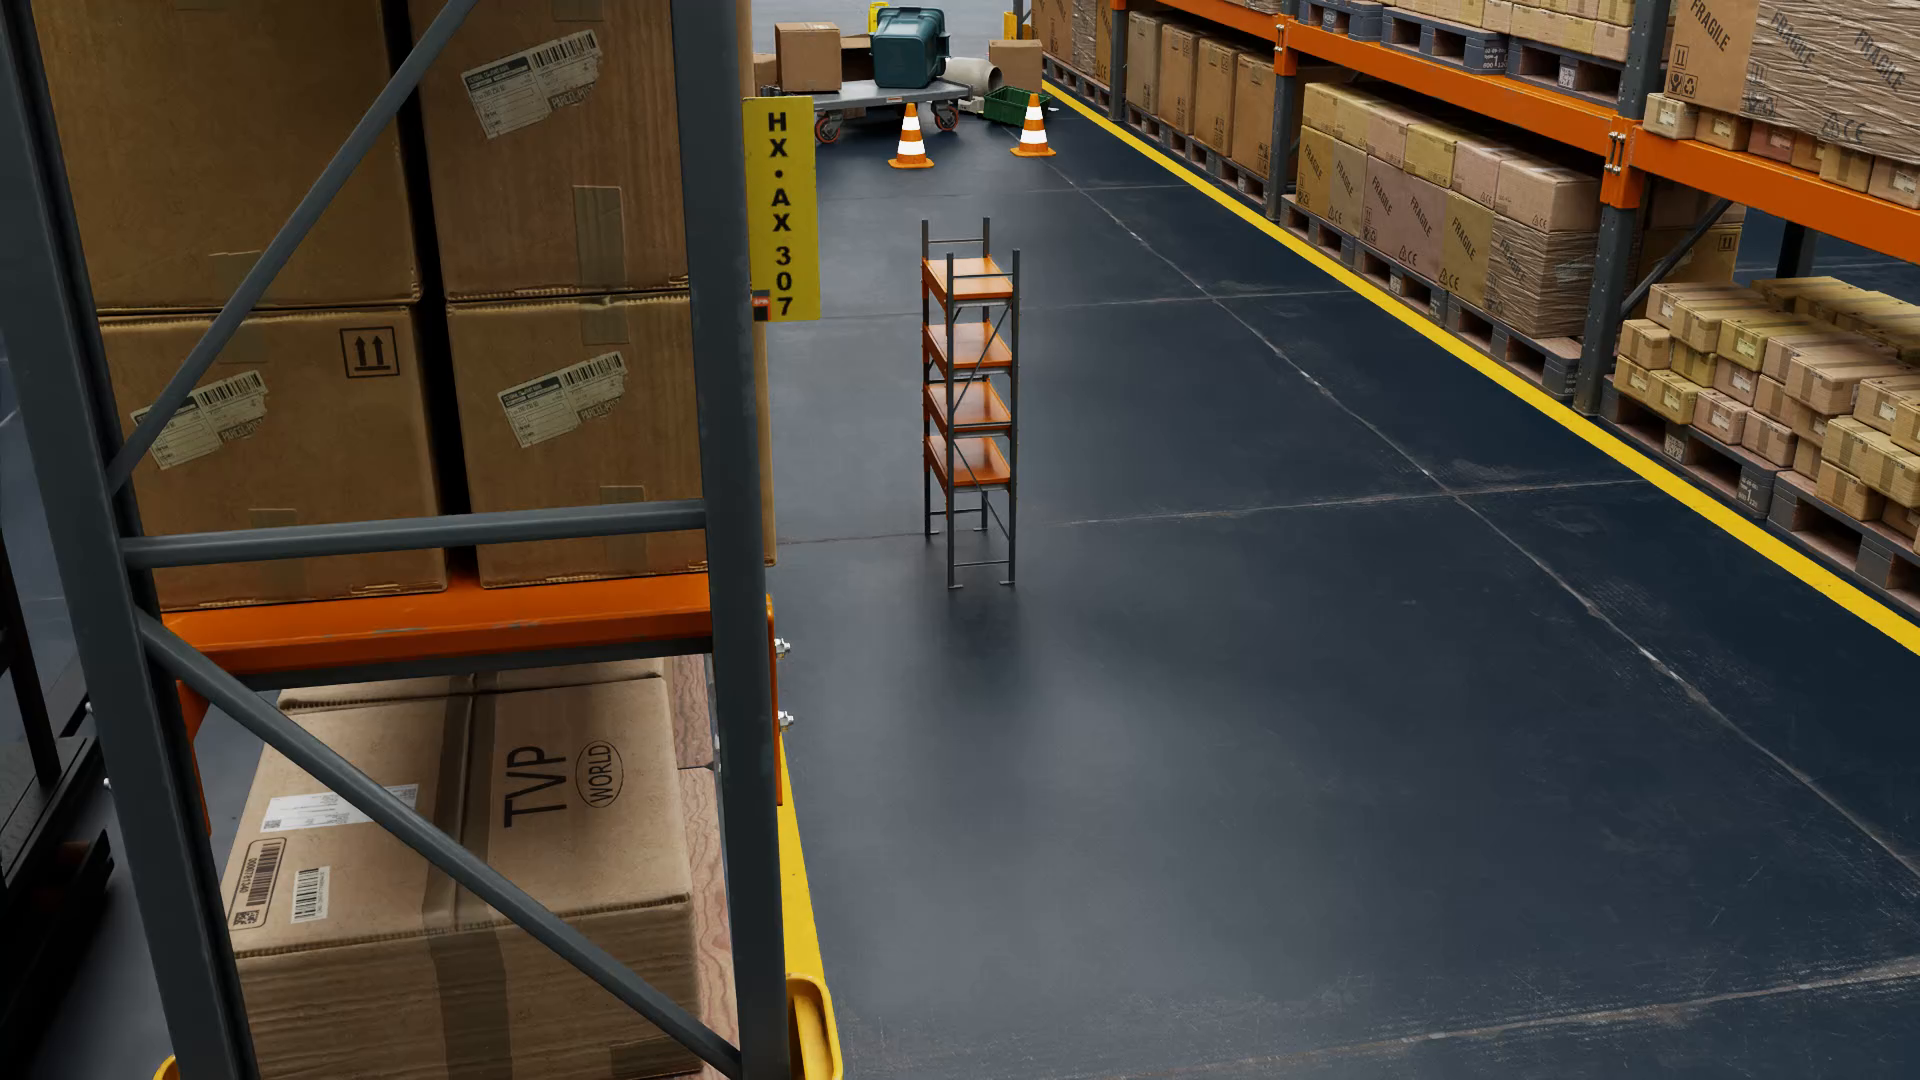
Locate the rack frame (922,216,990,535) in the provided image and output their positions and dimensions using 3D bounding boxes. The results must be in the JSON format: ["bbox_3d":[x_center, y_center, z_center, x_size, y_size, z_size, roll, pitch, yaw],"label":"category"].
[{"bbox_3d":[-0.015,-0.581,6.081,0.240,1.200,0.015,-4,24,-10],"label":"rack frame"}]

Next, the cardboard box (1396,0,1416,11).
[{"bbox_3d":[2.650,-3.021,9.208,0.380,0.149,0.250,-4,24,-8],"label":"cardboard box"}]

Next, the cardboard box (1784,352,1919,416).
[{"bbox_3d":[3.288,-0.576,6.114,0.380,0.149,0.250,-4,24,-9],"label":"cardboard box"}]

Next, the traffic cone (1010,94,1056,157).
[{"bbox_3d":[0.587,-3.328,13.293,0.336,0.463,0.334,-4,24,-10],"label":"traffic cone"}]

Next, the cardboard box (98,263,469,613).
[{"bbox_3d":[-1.153,-0.220,2.881,0.500,0.500,0.500,-4,24,-9],"label":"cardboard box"}]

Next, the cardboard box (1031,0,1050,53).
[{"bbox_3d":[1.274,-5.660,17.593,0.875,0.875,0.875,-4,24,-9],"label":"cardboard box"}]

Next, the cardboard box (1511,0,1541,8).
[{"bbox_3d":[2.887,-2.648,7.982,0.380,0.149,0.250,-5,24,-11],"label":"cardboard box"}]

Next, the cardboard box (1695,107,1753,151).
[{"bbox_3d":[3.154,-1.637,6.563,0.380,0.149,0.250,-4,24,-8],"label":"cardboard box"}]

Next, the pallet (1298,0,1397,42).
[{"bbox_3d":[2.799,-3.196,10.061,1.213,0.211,1.003,-4,24,-10],"label":"pallet"}]

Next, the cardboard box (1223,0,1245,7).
[{"bbox_3d":[2.125,-3.956,11.436,0.500,0.500,0.500,-4,24,-10],"label":"cardboard box"}]

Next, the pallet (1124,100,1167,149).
[{"bbox_3d":[2.040,-3.554,14.124,1.003,0.211,1.213,-4,24,-10],"label":"pallet"}]

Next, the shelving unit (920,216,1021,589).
[{"bbox_3d":[0.031,-0.485,5.861,0.258,1.200,0.503,-4,24,-10],"label":"shelving unit"}]

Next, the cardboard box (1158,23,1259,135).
[{"bbox_3d":[2.201,-3.674,13.202,1.050,0.750,0.750,-4,24,-10],"label":"cardboard box"}]

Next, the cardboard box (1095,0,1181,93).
[{"bbox_3d":[1.776,-4.601,15.168,0.875,0.875,0.875,-4,24,-9],"label":"cardboard box"}]

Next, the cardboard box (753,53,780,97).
[{"bbox_3d":[-1.884,-4.102,15.014,0.500,0.500,0.500,13,27,27],"label":"cardboard box"}]

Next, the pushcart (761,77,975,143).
[{"bbox_3d":[-0.791,-3.711,14.275,1.648,0.377,0.936,-13,27,-28],"label":"pushcart"}]

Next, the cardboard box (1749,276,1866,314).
[{"bbox_3d":[3.624,-1.021,7.135,0.380,0.149,0.250,-4,24,-8],"label":"cardboard box"}]

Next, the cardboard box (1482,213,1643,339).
[{"bbox_3d":[2.918,-1.303,8.084,0.500,0.500,0.500,-5,24,-11],"label":"cardboard box"}]

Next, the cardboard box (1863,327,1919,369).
[{"bbox_3d":[3.735,-0.719,6.442,0.380,0.149,0.250,-4,24,-8],"label":"cardboard box"}]

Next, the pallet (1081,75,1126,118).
[{"bbox_3d":[1.759,-4.157,15.505,1.003,0.211,1.213,-4,24,-10],"label":"pallet"}]

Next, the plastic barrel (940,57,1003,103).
[{"bbox_3d":[0.106,-4.282,15.526,0.512,0.421,0.421,13,27,27],"label":"plastic barrel"}]

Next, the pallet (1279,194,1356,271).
[{"bbox_3d":[2.706,-1.971,10.500,1.003,0.211,1.213,-4,24,-10],"label":"pallet"}]

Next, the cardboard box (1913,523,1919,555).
[{"bbox_3d":[3.431,0.008,5.522,0.380,0.149,0.250,-4,24,-9],"label":"cardboard box"}]

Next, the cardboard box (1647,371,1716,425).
[{"bbox_3d":[3.103,-0.598,6.908,0.380,0.149,0.250,-4,24,-8],"label":"cardboard box"}]

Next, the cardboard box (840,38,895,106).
[{"bbox_3d":[-0.769,-4.345,15.400,0.797,0.637,0.503,-4,24,-10],"label":"cardboard box"}]

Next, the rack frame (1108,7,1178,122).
[{"bbox_3d":[1.823,-5.130,14.249,1.000,3.000,0.127,-4,24,-10],"label":"rack frame"}]

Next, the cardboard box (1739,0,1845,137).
[{"bbox_3d":[3.245,-1.758,6.031,0.500,0.500,0.500,-4,24,-10],"label":"cardboard box"}]

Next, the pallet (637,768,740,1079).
[{"bbox_3d":[-1.029,0.965,3.776,1.003,0.211,1.213,-4,24,-10],"label":"pallet"}]

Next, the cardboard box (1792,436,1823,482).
[{"bbox_3d":[3.380,-0.304,6.237,0.380,0.149,0.250,-5,24,-12],"label":"cardboard box"}]

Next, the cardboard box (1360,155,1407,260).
[{"bbox_3d":[2.639,-1.908,9.468,0.500,0.500,0.500,-5,24,-11],"label":"cardboard box"}]

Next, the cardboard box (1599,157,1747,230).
[{"bbox_3d":[3.426,-1.684,8.020,0.500,0.250,0.500,-5,24,-12],"label":"cardboard box"}]

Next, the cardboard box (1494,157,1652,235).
[{"bbox_3d":[2.916,-1.648,7.938,0.500,0.250,0.500,-5,24,-11],"label":"cardboard box"}]

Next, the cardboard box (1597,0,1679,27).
[{"bbox_3d":[3.035,-2.339,7.275,0.380,0.149,0.250,-4,24,-8],"label":"cardboard box"}]

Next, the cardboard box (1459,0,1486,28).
[{"bbox_3d":[2.790,-2.715,8.507,0.380,0.149,0.250,-3,24,-7],"label":"cardboard box"}]

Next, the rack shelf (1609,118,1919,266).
[{"bbox_3d":[3.672,-0.867,5.386,1.077,0.370,4.000,-4,24,-10],"label":"rack shelf"}]

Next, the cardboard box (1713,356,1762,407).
[{"bbox_3d":[3.270,-0.653,6.664,0.380,0.149,0.250,-4,24,-10],"label":"cardboard box"}]

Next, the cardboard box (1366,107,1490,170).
[{"bbox_3d":[2.625,-2.263,9.346,0.500,0.250,0.500,-4,24,-9],"label":"cardboard box"}]

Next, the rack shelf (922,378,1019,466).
[{"bbox_3d":[0.031,-0.423,5.888,0.258,0.148,0.480,-4,24,-10],"label":"rack shelf"}]

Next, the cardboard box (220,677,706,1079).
[{"bbox_3d":[-1.024,0.726,3.518,0.875,0.438,0.875,-5,24,-12],"label":"cardboard box"}]

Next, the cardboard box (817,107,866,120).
[{"bbox_3d":[-1.064,-3.950,14.963,0.396,0.266,0.258,18,29,36],"label":"cardboard box"}]

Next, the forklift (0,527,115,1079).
[{"bbox_3d":[-2.638,-0.295,3.264,1.130,2.935,3.031,-4,24,-10],"label":"forklift"}]

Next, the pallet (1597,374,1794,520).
[{"bbox_3d":[3.461,-0.444,7.003,1.003,0.211,1.213,-4,24,-10],"label":"pallet"}]

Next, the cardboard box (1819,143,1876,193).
[{"bbox_3d":[3.282,-1.324,5.848,0.380,0.149,0.250,-4,24,-9],"label":"cardboard box"}]

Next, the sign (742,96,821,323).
[{"bbox_3d":[-0.257,-0.476,2.411,0.100,0.325,0.005,-4,24,-10],"label":"sign"}]

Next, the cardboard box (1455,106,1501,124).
[{"bbox_3d":[3.130,-2.299,9.427,0.500,0.250,0.500,-4,24,-9],"label":"cardboard box"}]

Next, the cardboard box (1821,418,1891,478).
[{"bbox_3d":[3.330,-0.333,5.931,0.380,0.149,0.250,-4,24,-10],"label":"cardboard box"}]

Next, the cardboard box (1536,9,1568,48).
[{"bbox_3d":[2.942,-2.403,7.793,0.380,0.149,0.250,-4,24,-10],"label":"cardboard box"}]

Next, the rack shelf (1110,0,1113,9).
[{"bbox_3d":[1.453,-5.587,16.194,1.077,0.370,4.000,-4,24,-10],"label":"rack shelf"}]

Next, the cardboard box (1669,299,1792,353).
[{"bbox_3d":[3.155,-0.879,6.808,0.380,0.149,0.250,-3,24,-7],"label":"cardboard box"}]
